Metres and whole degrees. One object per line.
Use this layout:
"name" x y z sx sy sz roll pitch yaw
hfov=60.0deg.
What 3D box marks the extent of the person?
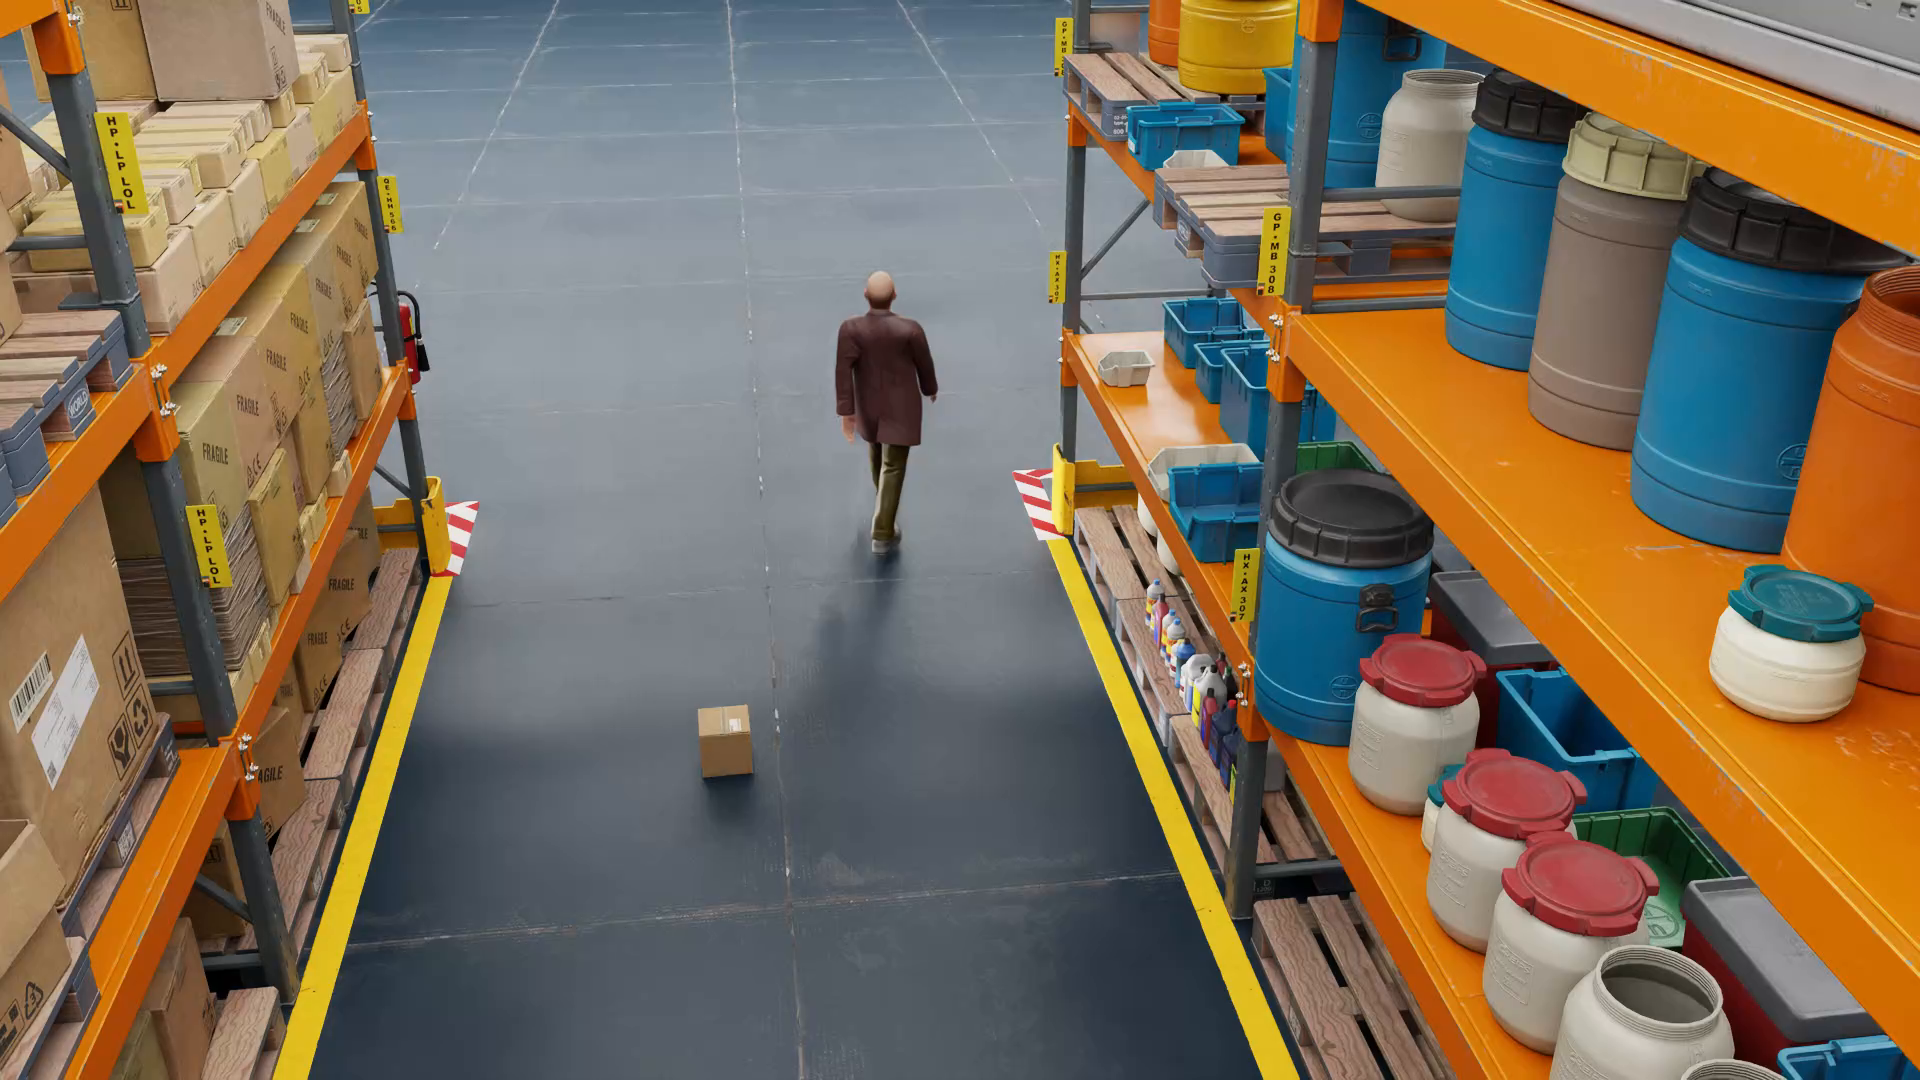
"person" -0.431 -0.883 10.371 0.571 1.715 1.119 6 27 12
